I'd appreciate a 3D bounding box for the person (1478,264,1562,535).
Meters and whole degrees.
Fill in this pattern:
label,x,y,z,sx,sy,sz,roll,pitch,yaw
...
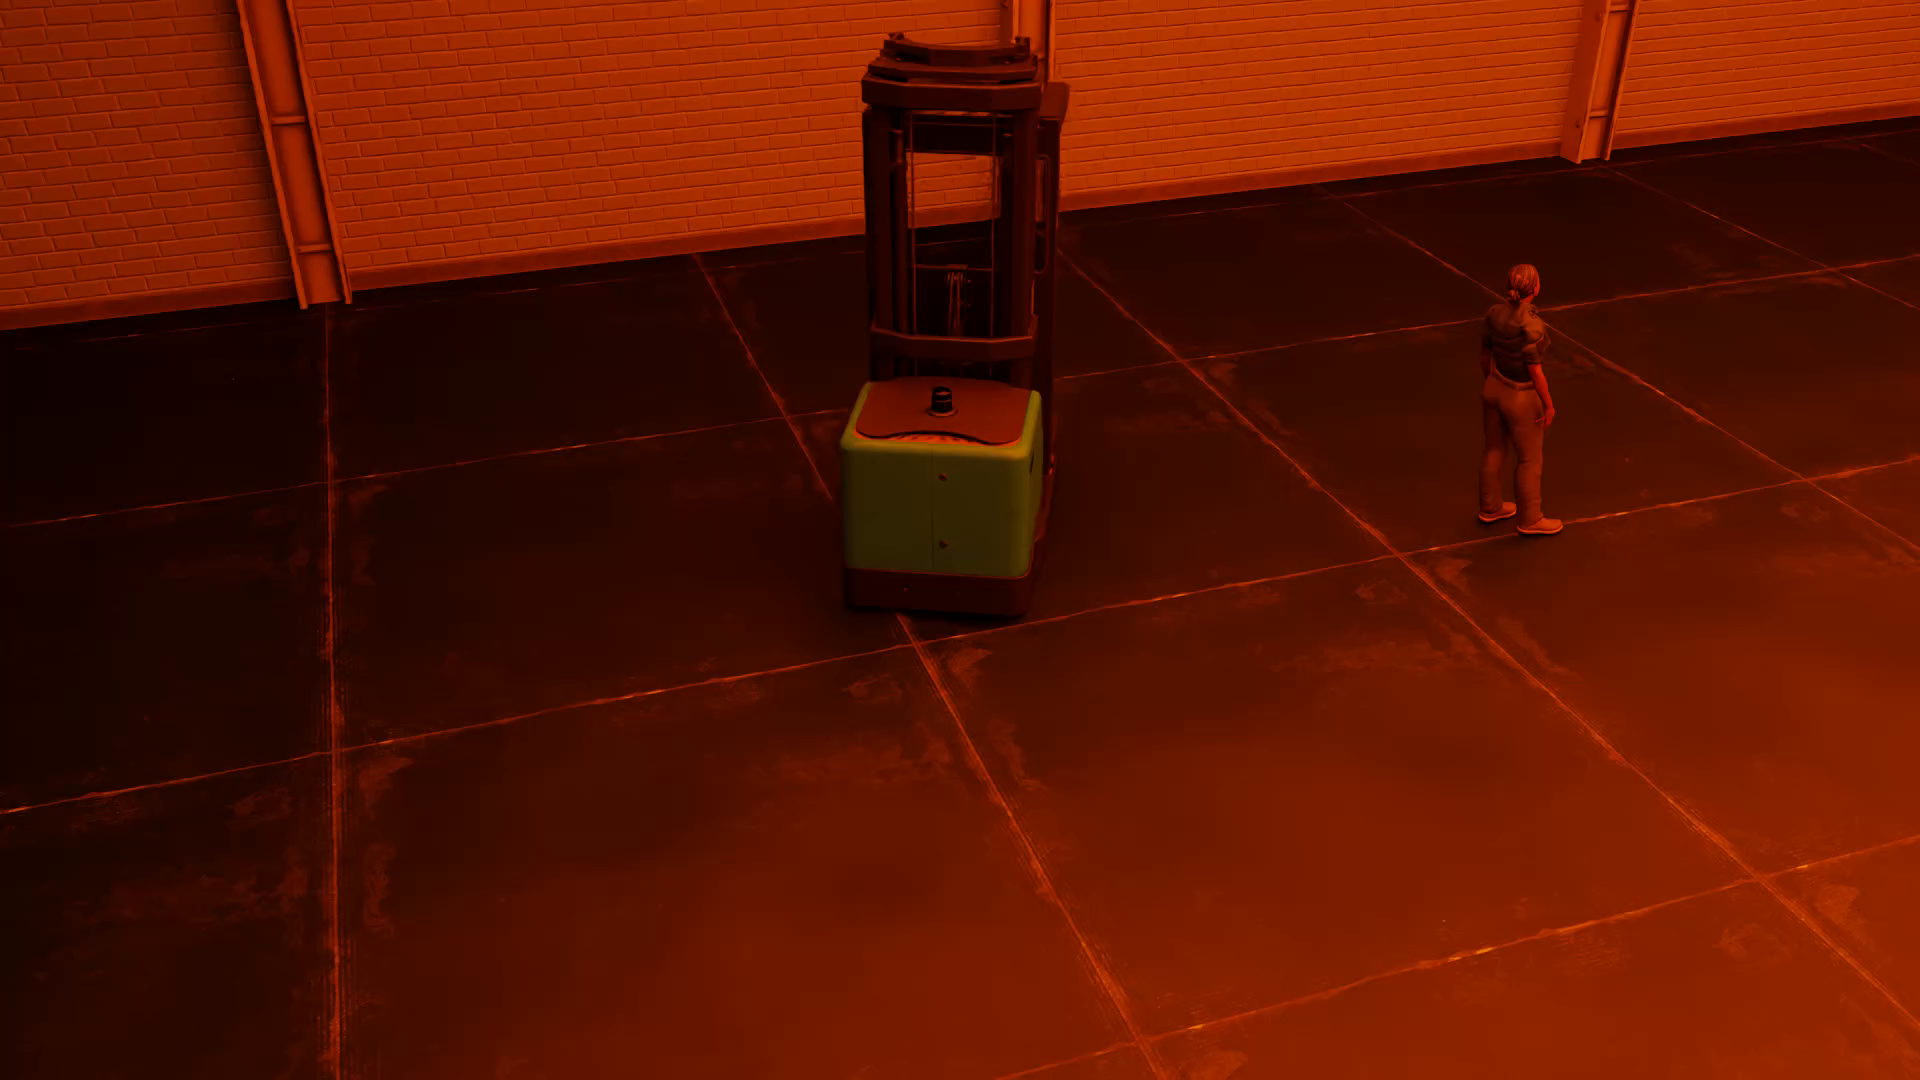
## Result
label,x,y,z,sx,sy,sz,roll,pitch,yaw
person,3.337,-0.844,9.820,0.505,1.654,0.570,-13,32,-22

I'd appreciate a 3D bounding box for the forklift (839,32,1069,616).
label,x,y,z,sx,sy,sz,roll,pitch,yaw
forklift,0.038,-1.565,9.807,1.130,2.935,3.031,4,30,6
